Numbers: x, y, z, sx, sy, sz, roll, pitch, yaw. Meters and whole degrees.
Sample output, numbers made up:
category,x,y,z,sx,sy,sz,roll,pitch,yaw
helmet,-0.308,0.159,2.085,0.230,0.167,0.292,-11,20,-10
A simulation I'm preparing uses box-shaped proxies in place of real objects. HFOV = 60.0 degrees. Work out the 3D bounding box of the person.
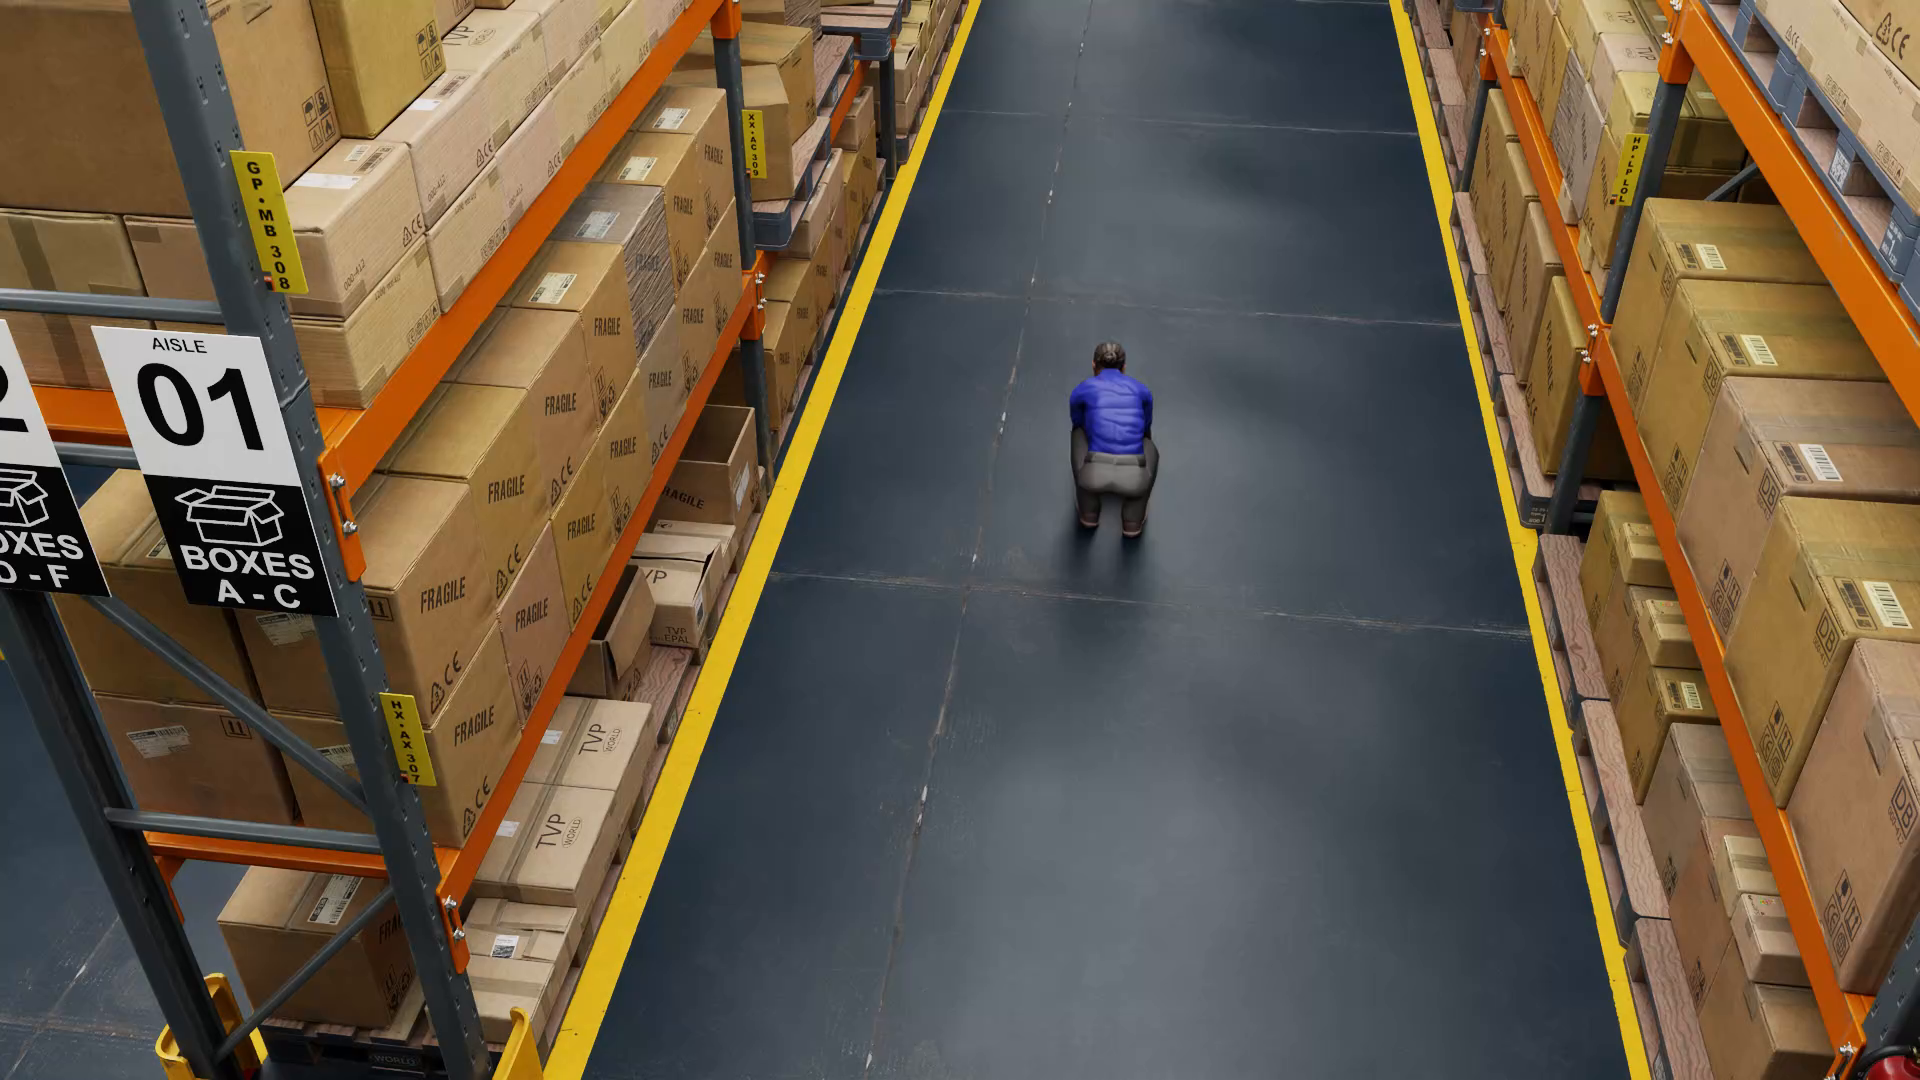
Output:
category,x,y,z,sx,sy,sz,roll,pitch,yaw
person,0.769,-0.785,8.117,0.449,1.645,0.520,4,37,6
